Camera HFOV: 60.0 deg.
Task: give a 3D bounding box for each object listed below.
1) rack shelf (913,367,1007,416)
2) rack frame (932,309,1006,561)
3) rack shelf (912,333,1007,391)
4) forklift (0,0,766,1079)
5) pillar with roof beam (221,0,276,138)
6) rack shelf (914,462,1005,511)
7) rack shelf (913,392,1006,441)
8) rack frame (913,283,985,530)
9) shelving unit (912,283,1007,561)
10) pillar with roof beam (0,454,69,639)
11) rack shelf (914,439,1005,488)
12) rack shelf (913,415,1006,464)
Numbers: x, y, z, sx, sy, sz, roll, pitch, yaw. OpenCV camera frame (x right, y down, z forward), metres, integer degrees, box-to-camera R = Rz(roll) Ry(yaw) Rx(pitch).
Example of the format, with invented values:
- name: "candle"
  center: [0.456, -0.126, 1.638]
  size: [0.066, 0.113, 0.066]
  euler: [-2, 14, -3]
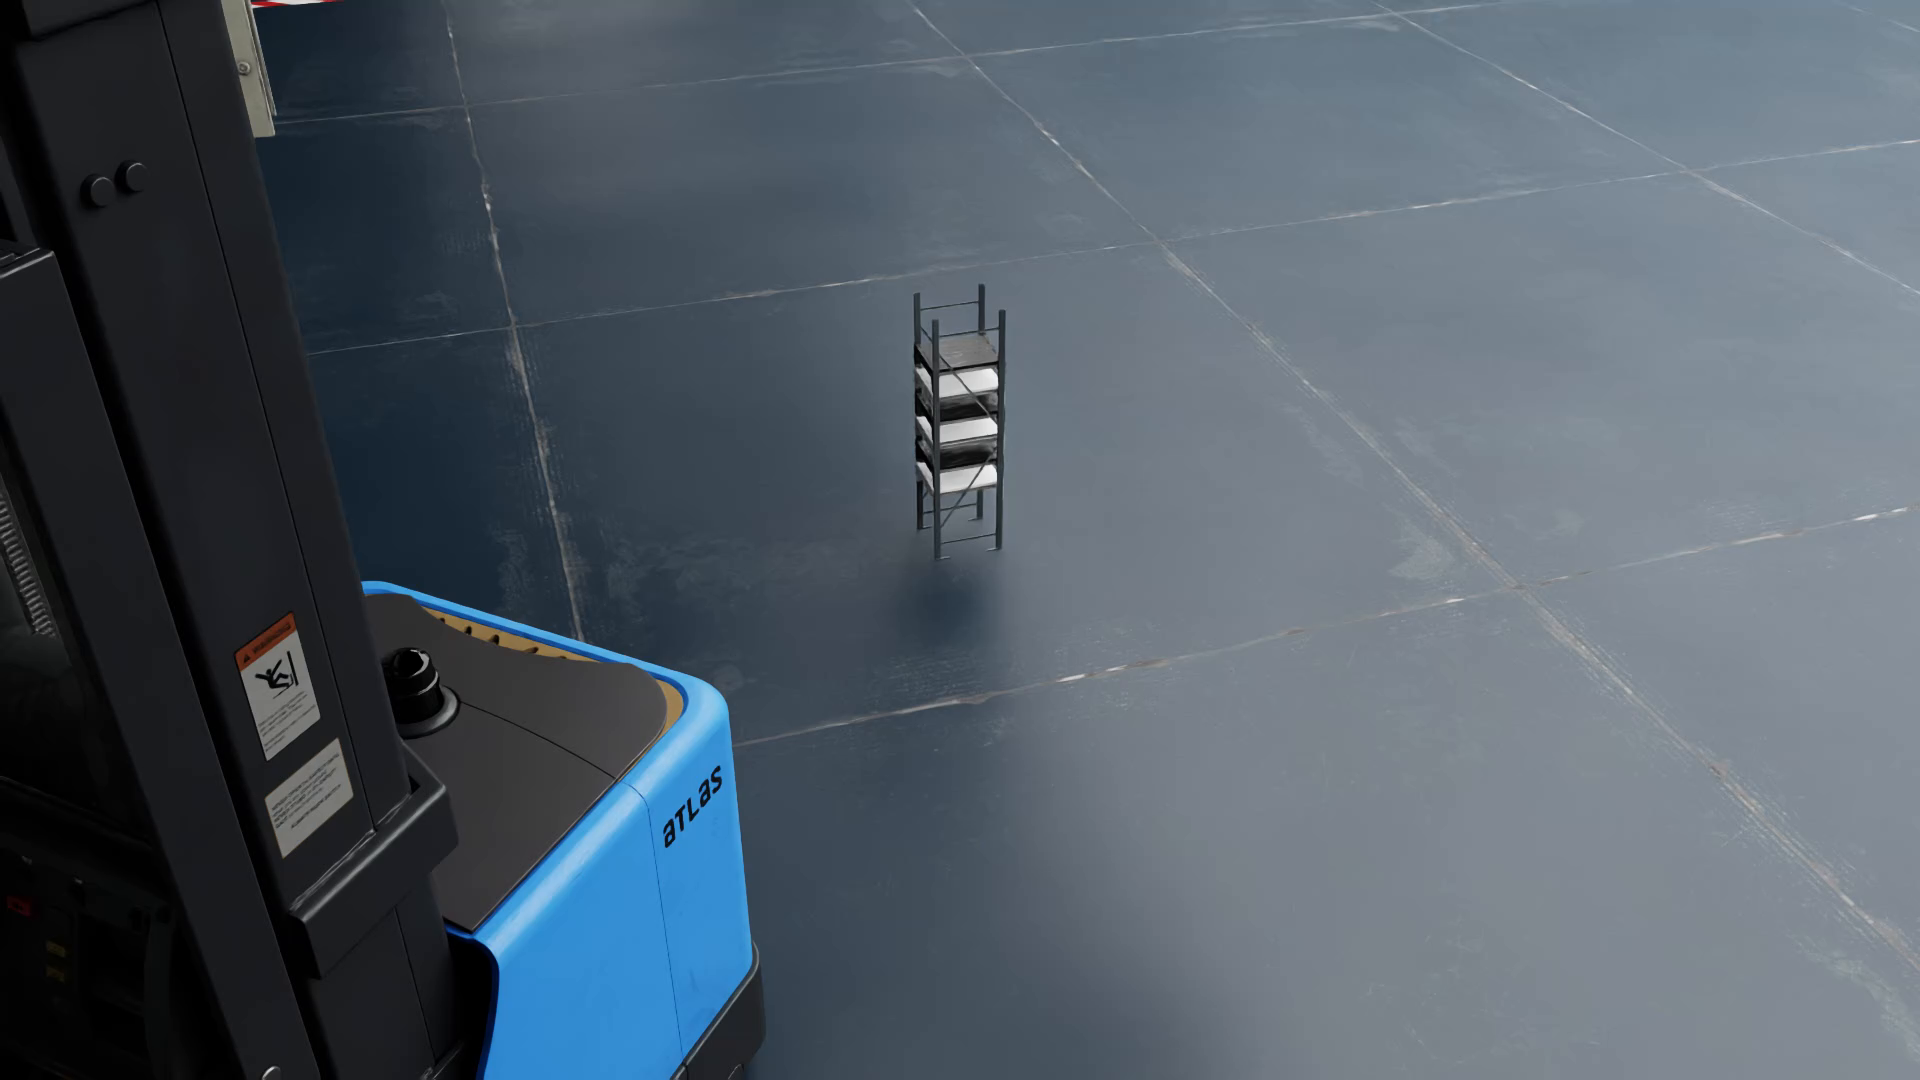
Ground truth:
- name: "rack shelf"
  center: [-0.002, -0.502, 5.428]
  size: [0.258, 0.077, 0.200]
  euler: [-10, 35, -15]
- name: "rack frame"
  center: [0.029, -0.326, 5.428]
  size: [0.240, 0.900, 0.006]
  euler: [-10, 35, -15]
- name: "rack shelf"
  center: [-0.002, -0.577, 5.378]
  size: [0.258, 0.077, 0.200]
  euler: [-10, 35, -15]
- name: "forklift"
  center: [-1.533, 0.592, 2.196]
  size: [1.130, 2.935, 3.031]
  euler: [14, 36, 21]
- name: "pillar with roof beam"
  center: [0.143, -6.769, 7.831]
  size: [9.100, 9.000, 0.400]
  euler: [-10, 35, -15]
- name: "rack shelf"
  center: [-0.002, -0.202, 5.626]
  size: [0.258, 0.077, 0.200]
  euler: [-10, 35, -15]
- name: "rack shelf"
  center: [-0.002, -0.427, 5.477]
  size: [0.258, 0.077, 0.200]
  euler: [-10, 35, -15]
- name: "rack frame"
  center: [-0.033, -0.433, 5.589]
  size: [0.240, 0.900, 0.006]
  euler: [-10, 35, -15]
- name: "shelving unit"
  center: [-0.002, -0.380, 5.508]
  size: [0.258, 0.900, 0.210]
  euler: [-10, 35, -15]
- name: "pillar with roof beam"
  center: [1.973, -3.619, 3.064]
  size: [9.100, 9.000, 0.400]
  euler: [-10, 35, -15]
- name: "rack shelf"
  center: [-0.002, -0.277, 5.576]
  size: [0.258, 0.077, 0.200]
  euler: [-10, 35, -15]
- name: "rack shelf"
  center: [-0.002, -0.352, 5.527]
  size: [0.258, 0.077, 0.200]
  euler: [-10, 35, -15]
